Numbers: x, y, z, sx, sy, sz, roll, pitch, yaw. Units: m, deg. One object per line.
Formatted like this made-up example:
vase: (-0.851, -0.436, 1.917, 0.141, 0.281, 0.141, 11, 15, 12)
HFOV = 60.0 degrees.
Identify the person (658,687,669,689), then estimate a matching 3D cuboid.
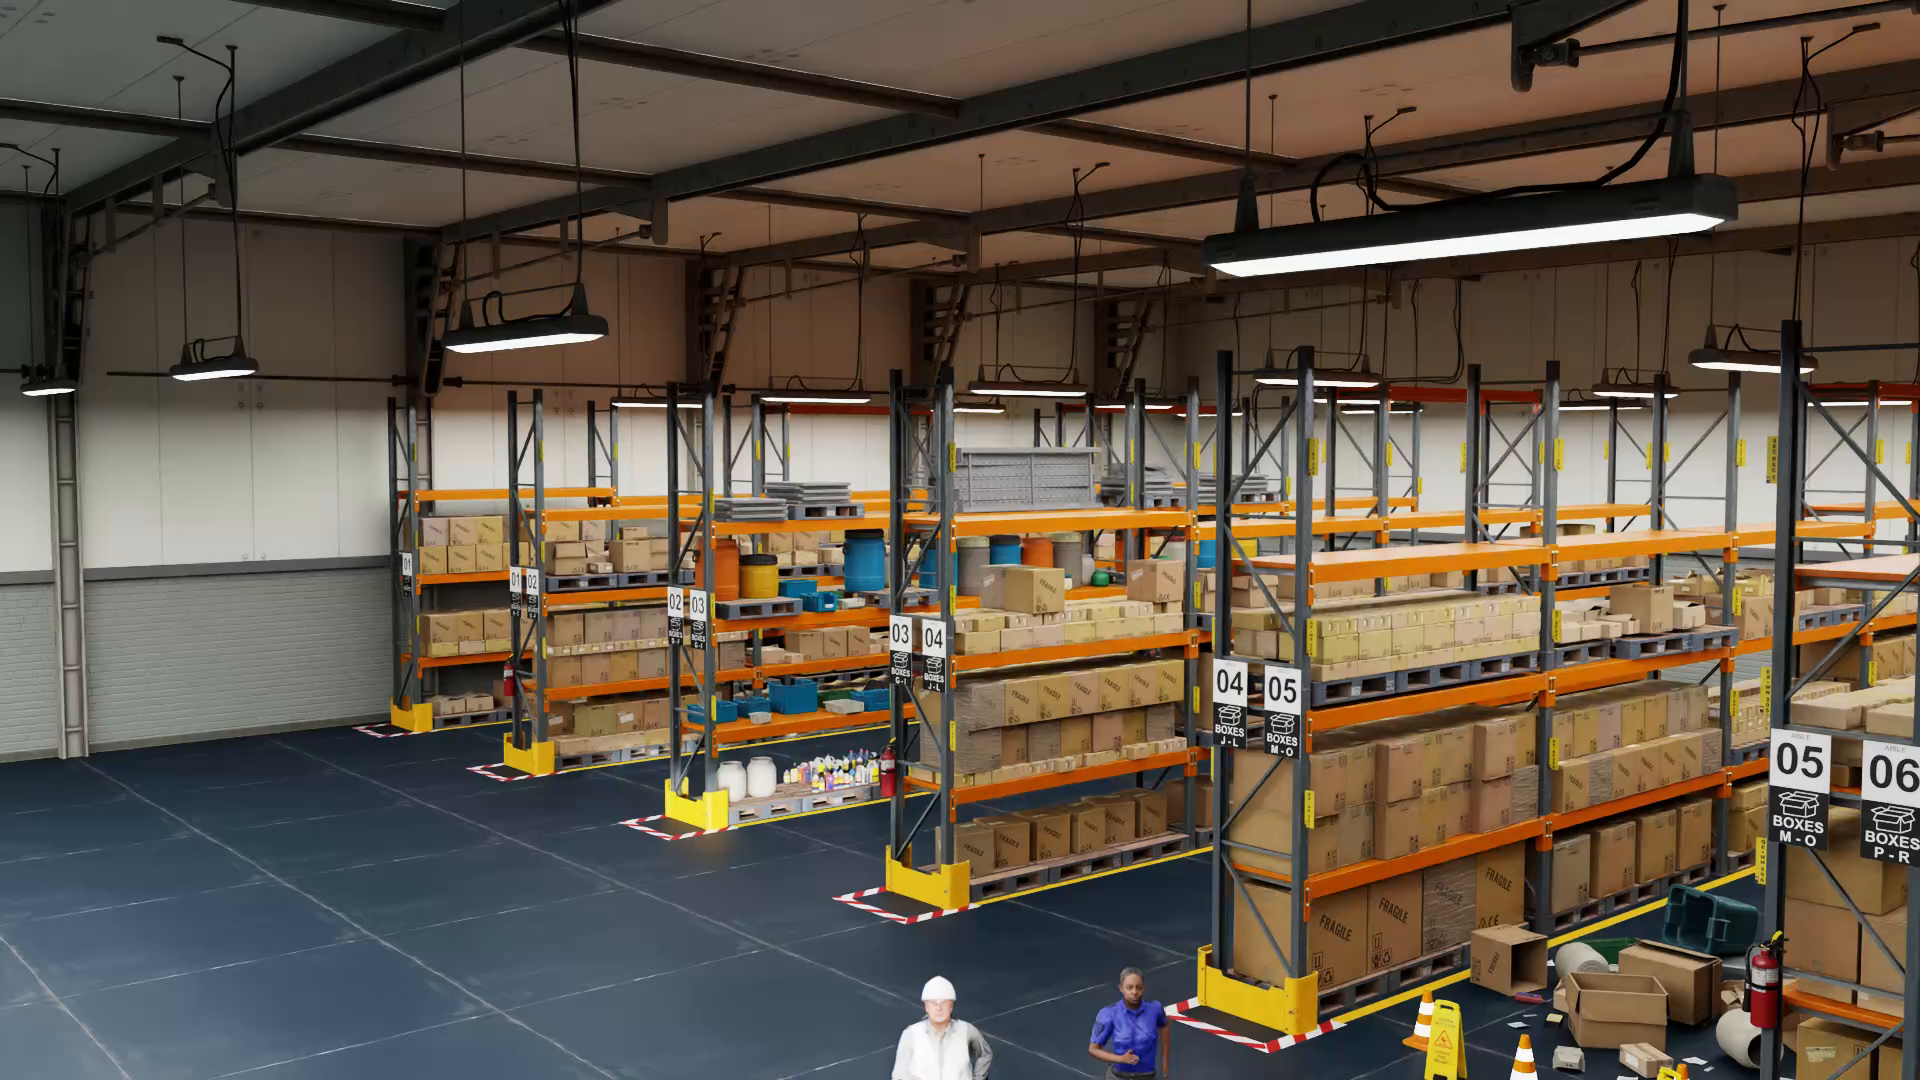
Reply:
person: (-5.345, 2.562, 30.391, 0.578, 1.653, 0.899, 2, 4, 33)

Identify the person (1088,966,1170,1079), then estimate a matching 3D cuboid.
person: (1.138, 3.669, 11.112, 0.595, 1.685, 0.870, 0, 3, -4)

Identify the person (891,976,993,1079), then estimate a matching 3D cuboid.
person: (-0.116, 3.675, 10.505, 0.639, 1.800, 0.680, 0, 3, 2)
